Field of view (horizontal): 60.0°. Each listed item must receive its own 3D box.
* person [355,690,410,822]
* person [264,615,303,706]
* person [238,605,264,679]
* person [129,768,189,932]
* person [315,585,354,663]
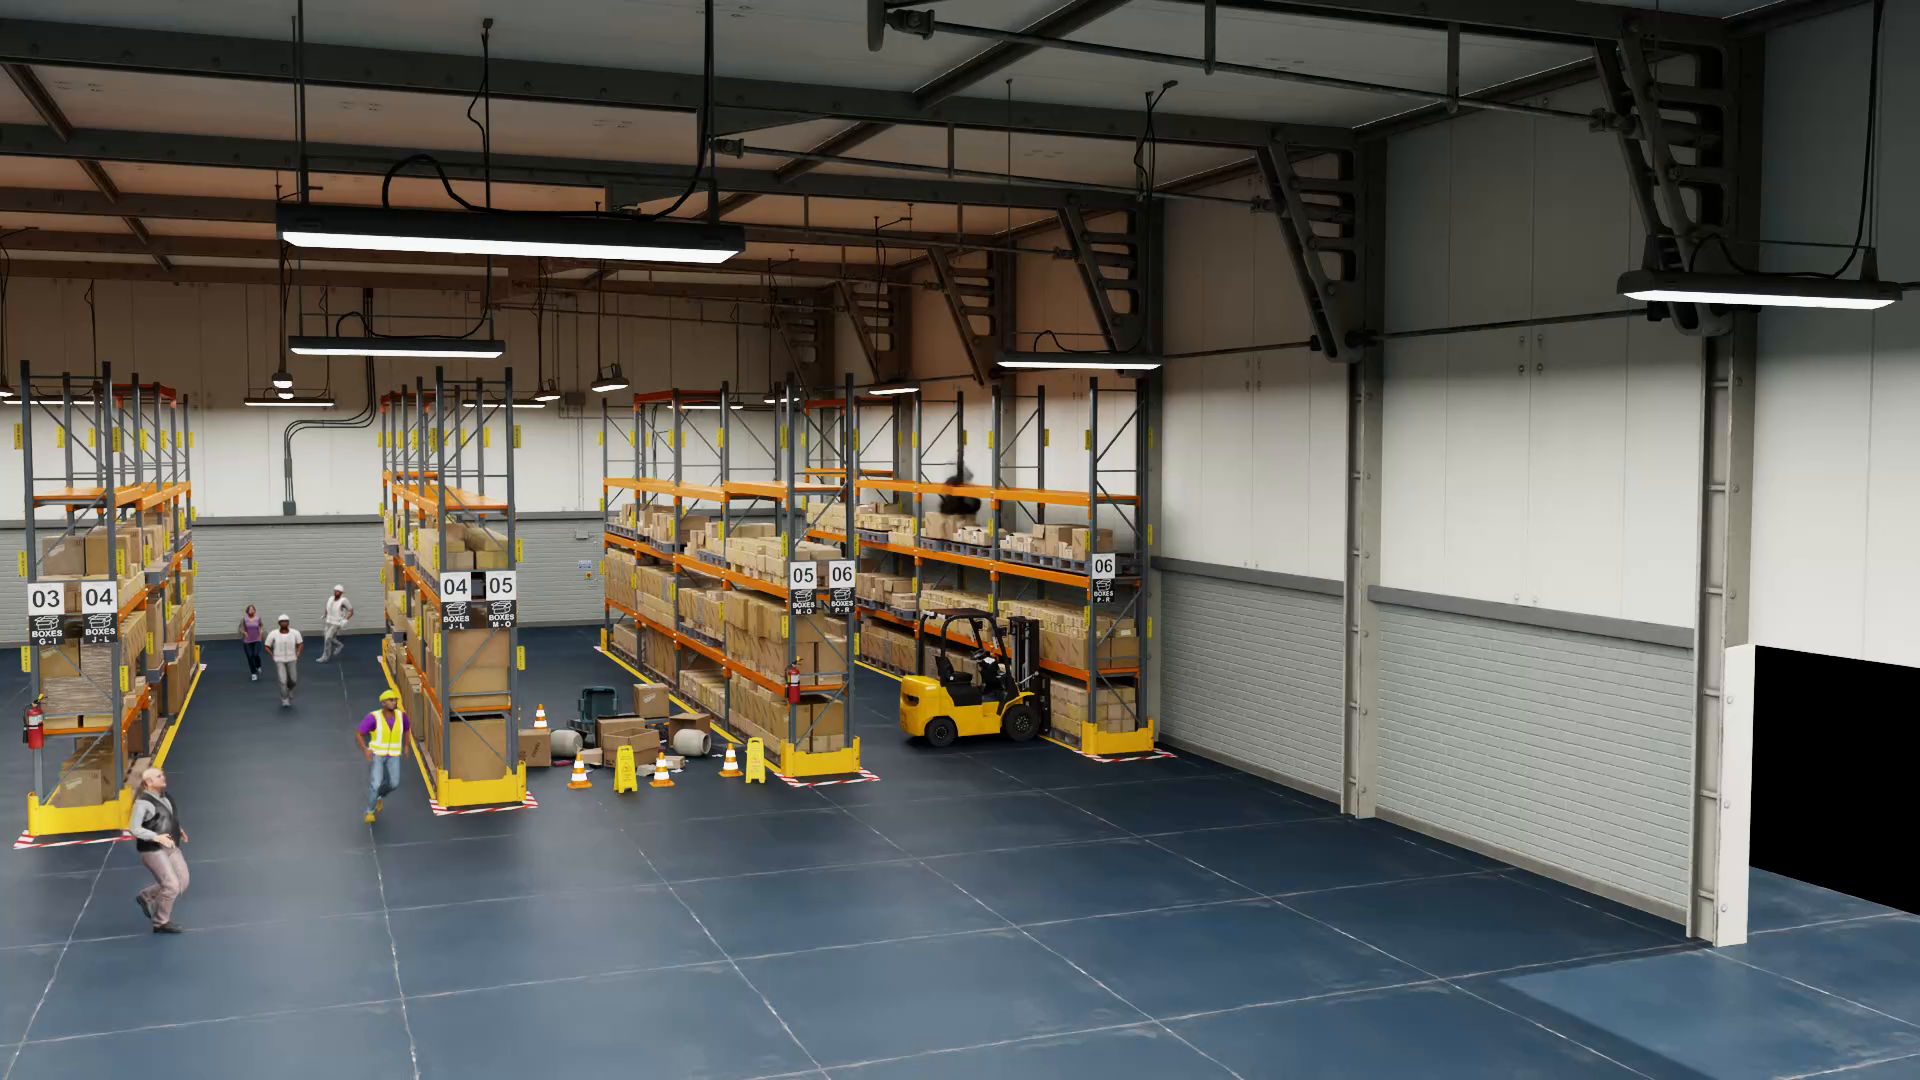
[{"bbox_3d":[-7.576,2.835,21.948,0.754,1.702,0.530,-3,4,-37],"label":"person"},{"bbox_3d":[-12.716,2.259,31.308,0.697,1.717,0.609,-2,4,-29],"label":"person"},{"bbox_3d":[-14.763,2.136,34.649,0.519,1.566,0.542,-2,4,-24],"label":"person"},{"bbox_3d":[-8.158,3.148,16.888,0.609,1.672,0.617,0,3,6],"label":"person"},{"bbox_3d":[-14.069,1.883,37.496,0.742,1.729,0.836,2,4,24],"label":"person"}]
